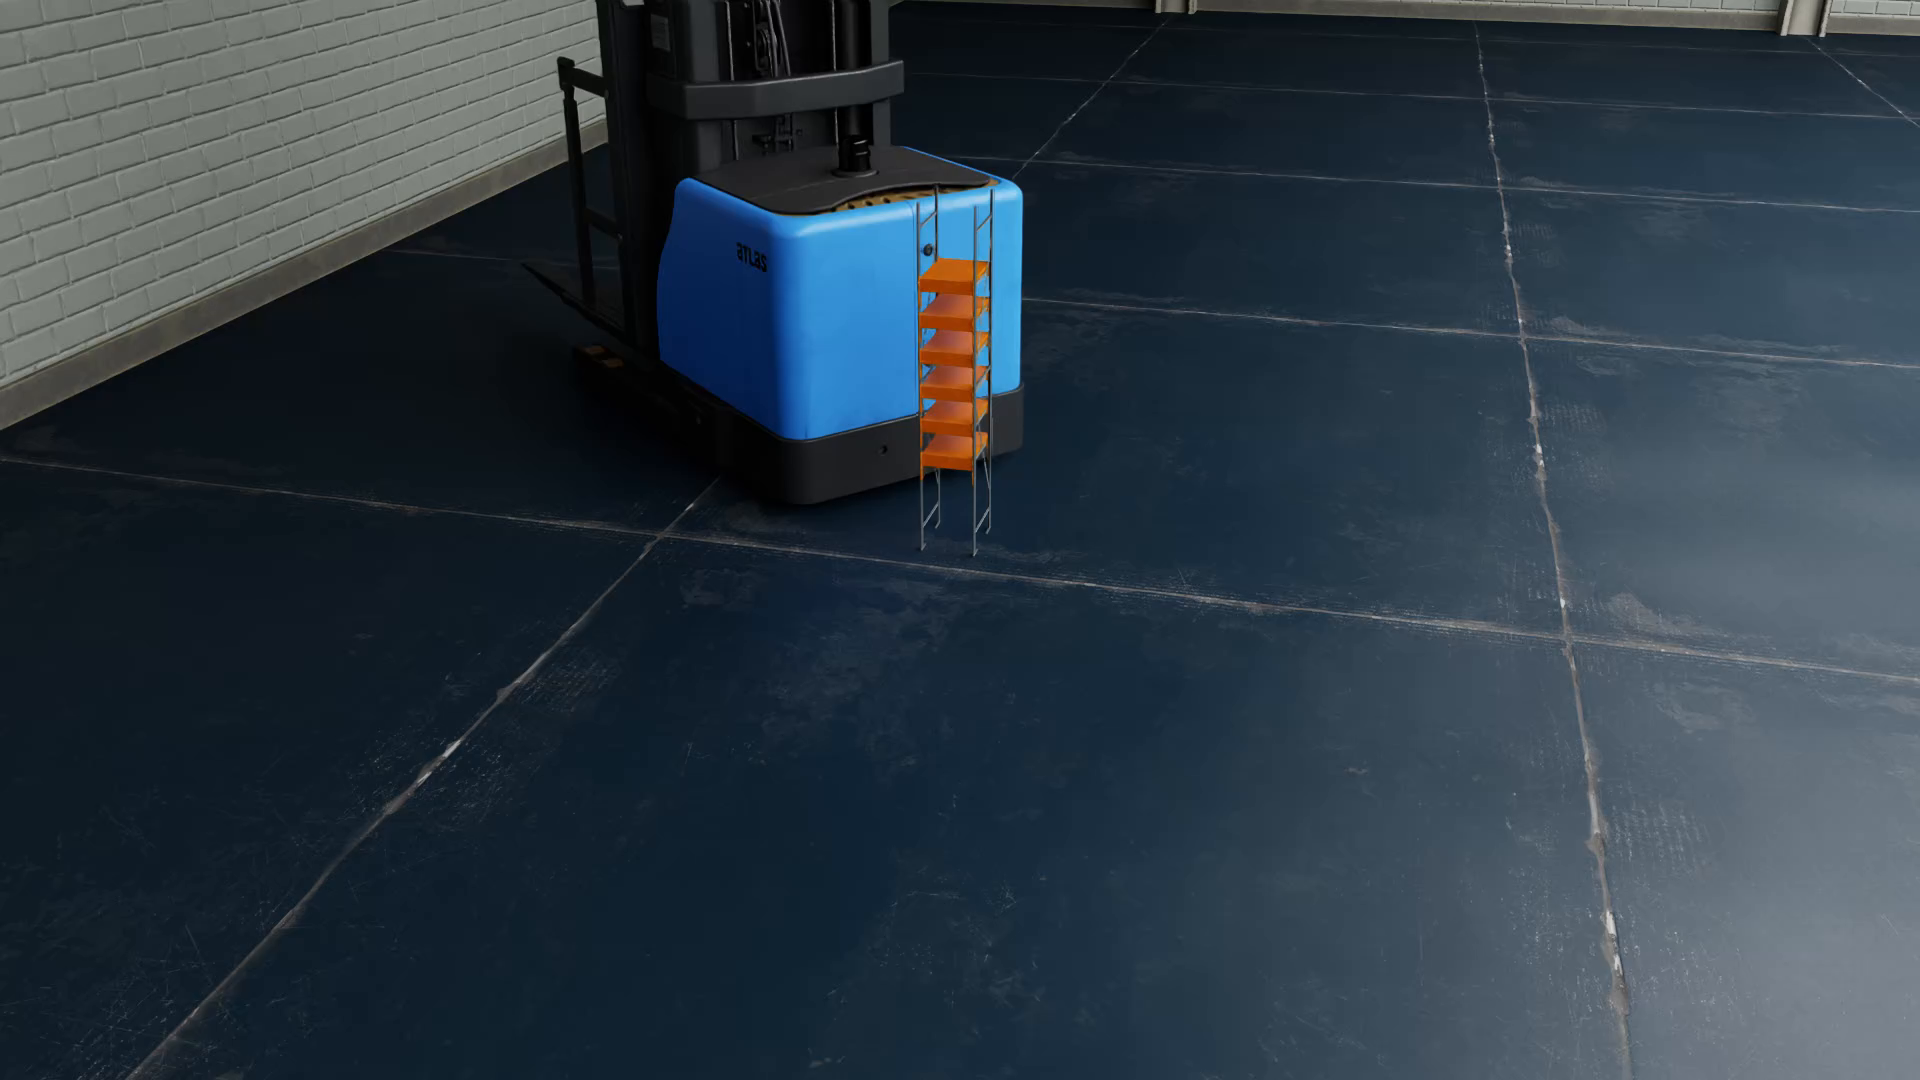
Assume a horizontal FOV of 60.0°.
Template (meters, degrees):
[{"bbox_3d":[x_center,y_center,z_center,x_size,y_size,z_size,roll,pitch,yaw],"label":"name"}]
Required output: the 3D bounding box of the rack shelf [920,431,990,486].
[{"bbox_3d":[-0.014,-0.286,5.618,0.180,0.103,0.258,6,26,13],"label":"rack shelf"}]

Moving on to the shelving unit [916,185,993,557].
[{"bbox_3d":[-0.014,-0.543,5.495,0.189,1.200,0.258,6,26,13],"label":"shelving unit"}]

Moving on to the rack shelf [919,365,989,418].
[{"bbox_3d":[-0.014,-0.503,5.514,0.180,0.103,0.258,6,26,13],"label":"rack shelf"}]

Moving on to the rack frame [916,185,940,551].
[{"bbox_3d":[-0.103,-0.553,5.516,0.006,1.200,0.240,6,26,13],"label":"rack frame"}]

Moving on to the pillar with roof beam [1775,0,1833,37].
[{"bbox_3d":[6.986,-7.133,10.263,0.400,9.000,9.100,6,26,13],"label":"pillar with roof beam"}]

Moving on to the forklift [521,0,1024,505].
[{"bbox_3d":[-1.005,-2.028,6.600,1.130,2.935,3.031,-16,30,-31],"label":"forklift"}]

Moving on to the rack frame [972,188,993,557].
[{"bbox_3d":[0.075,-0.533,5.475,0.006,1.200,0.240,6,26,13],"label":"rack frame"}]

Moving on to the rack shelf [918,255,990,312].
[{"bbox_3d":[-0.014,-0.828,5.360,0.180,0.103,0.258,6,26,13],"label":"rack shelf"}]

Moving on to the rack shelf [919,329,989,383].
[{"bbox_3d":[-0.014,-0.612,5.463,0.180,0.103,0.258,6,26,13],"label":"rack shelf"}]

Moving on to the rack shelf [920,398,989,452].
[{"bbox_3d":[-0.014,-0.395,5.566,0.180,0.103,0.258,6,26,13],"label":"rack shelf"}]

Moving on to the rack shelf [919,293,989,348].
[{"bbox_3d":[-0.014,-0.720,5.411,0.180,0.103,0.258,6,26,13],"label":"rack shelf"}]

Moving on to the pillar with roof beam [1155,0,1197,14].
[{"bbox_3d":[1.175,-7.775,11.613,0.400,9.000,9.100,6,26,13],"label":"pillar with roof beam"}]
